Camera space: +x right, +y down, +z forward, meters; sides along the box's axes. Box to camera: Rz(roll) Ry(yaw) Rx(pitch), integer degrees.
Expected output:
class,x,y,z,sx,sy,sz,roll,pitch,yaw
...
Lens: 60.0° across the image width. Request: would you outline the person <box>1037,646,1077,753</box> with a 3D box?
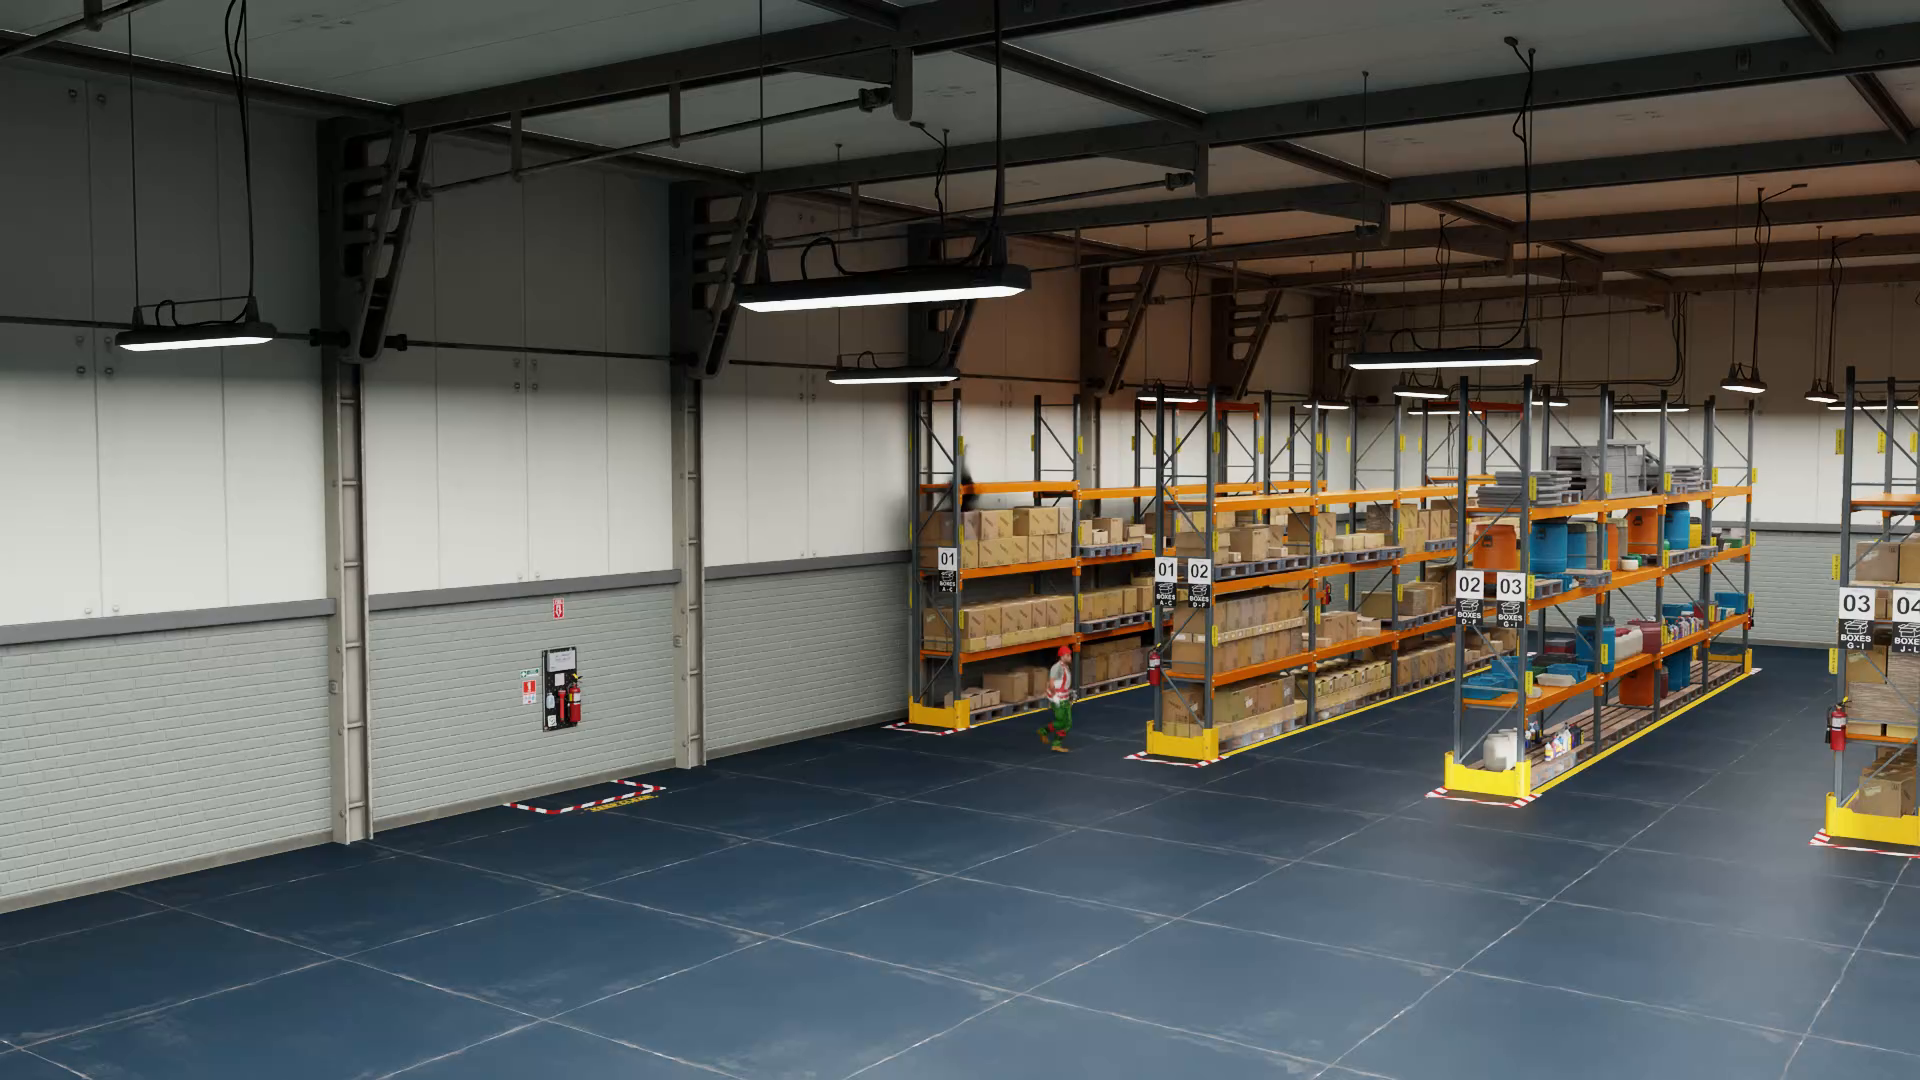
class,x,y,z,sx,sy,sz,roll,pitch,yaw
person,1.554,2.591,27.154,0.629,1.727,0.658,2,4,27
